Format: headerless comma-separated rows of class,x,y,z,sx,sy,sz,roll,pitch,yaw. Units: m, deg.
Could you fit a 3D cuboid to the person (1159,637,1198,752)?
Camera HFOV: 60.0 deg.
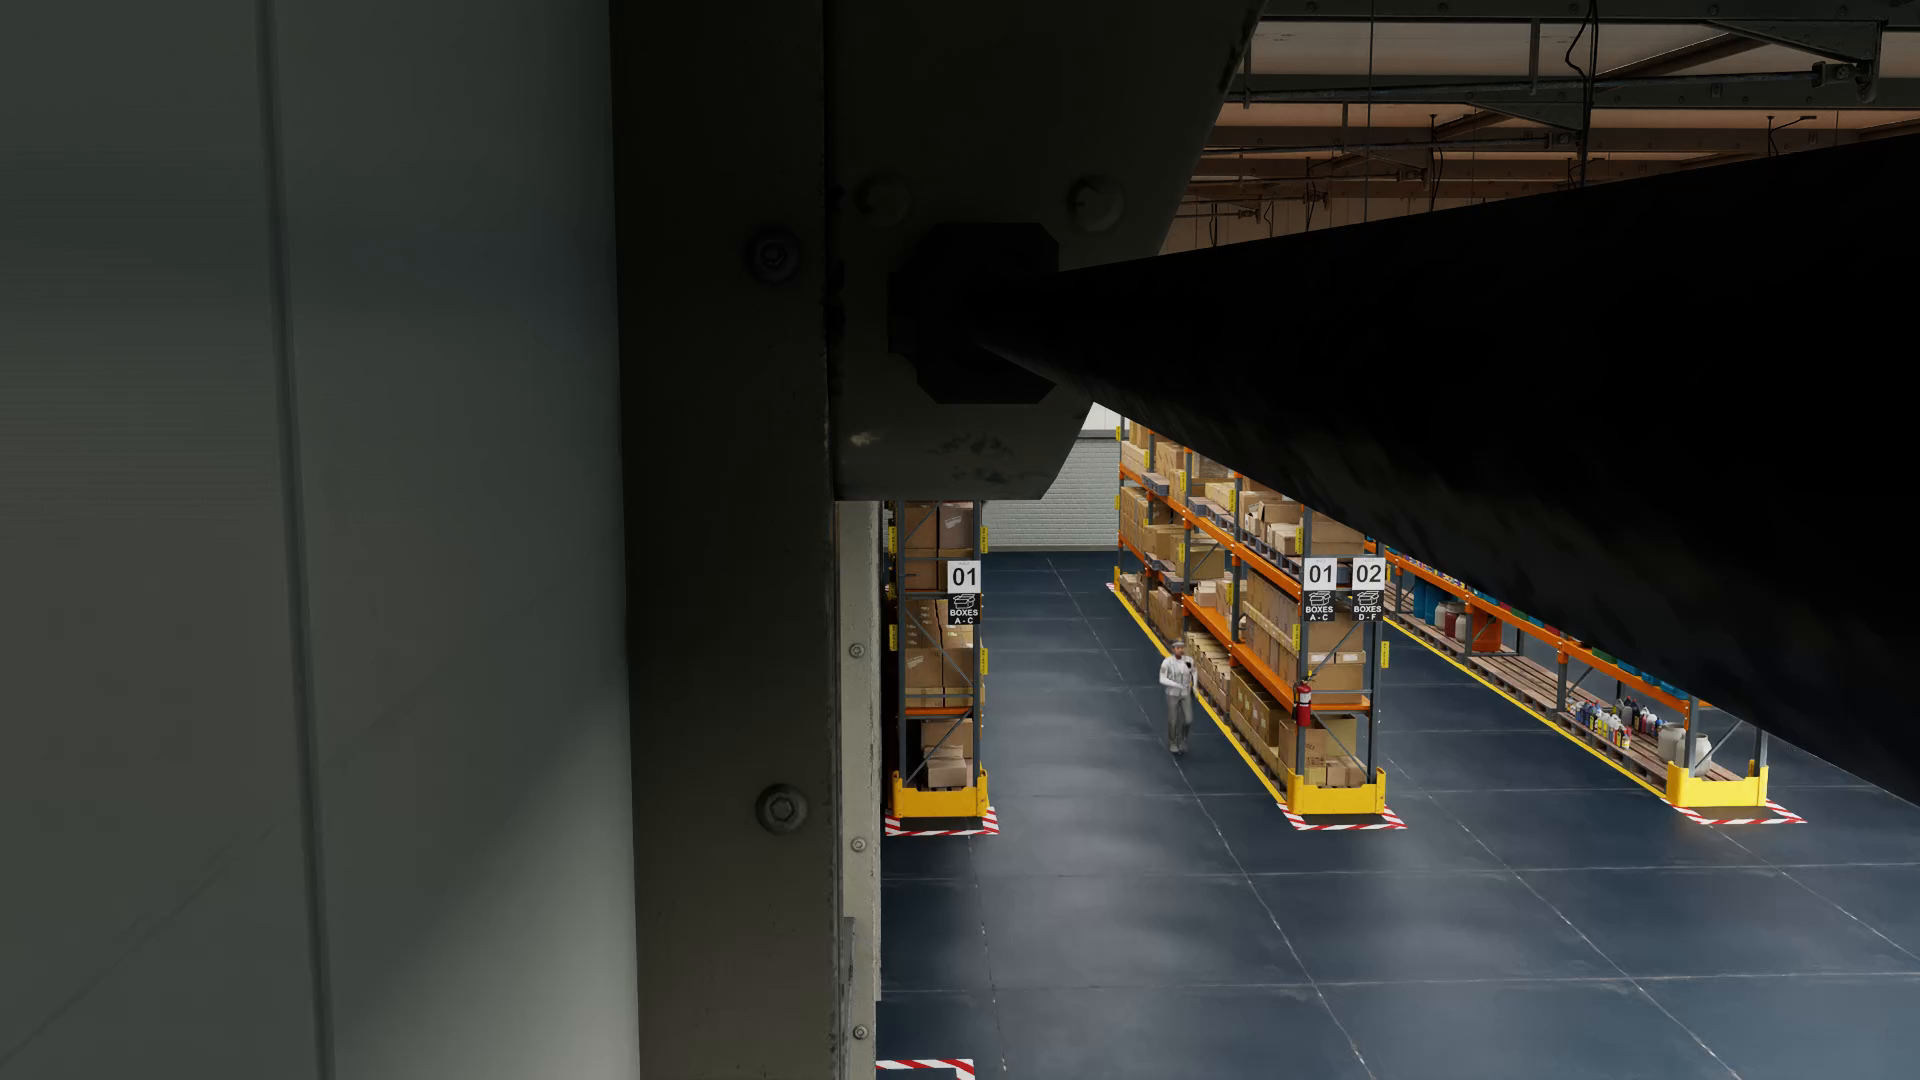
person,3.060,2.166,23.111,0.590,1.660,0.619,-1,8,-5
